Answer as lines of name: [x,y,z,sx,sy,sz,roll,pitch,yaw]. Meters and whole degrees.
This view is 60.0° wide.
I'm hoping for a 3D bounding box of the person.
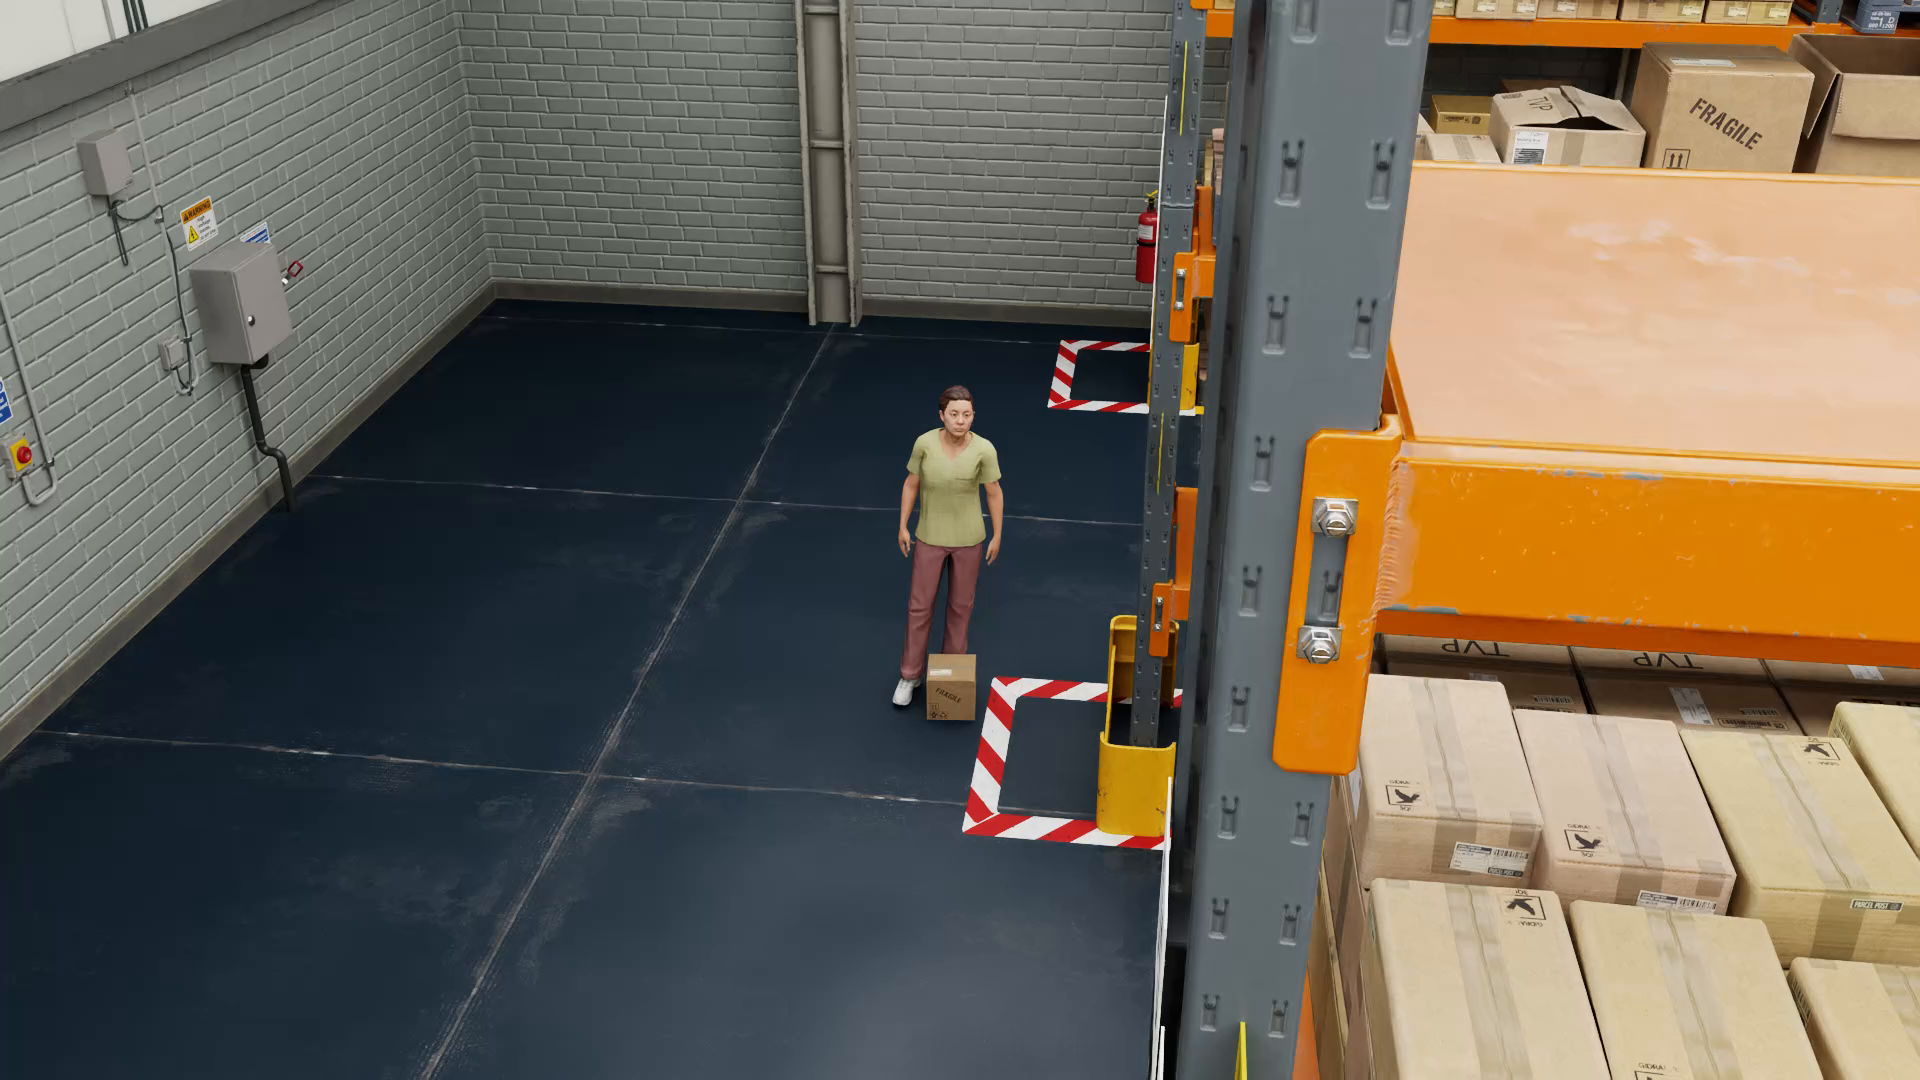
person: [-0.063,0.032,8.548,0.555,1.676,0.549,2,29,4]
